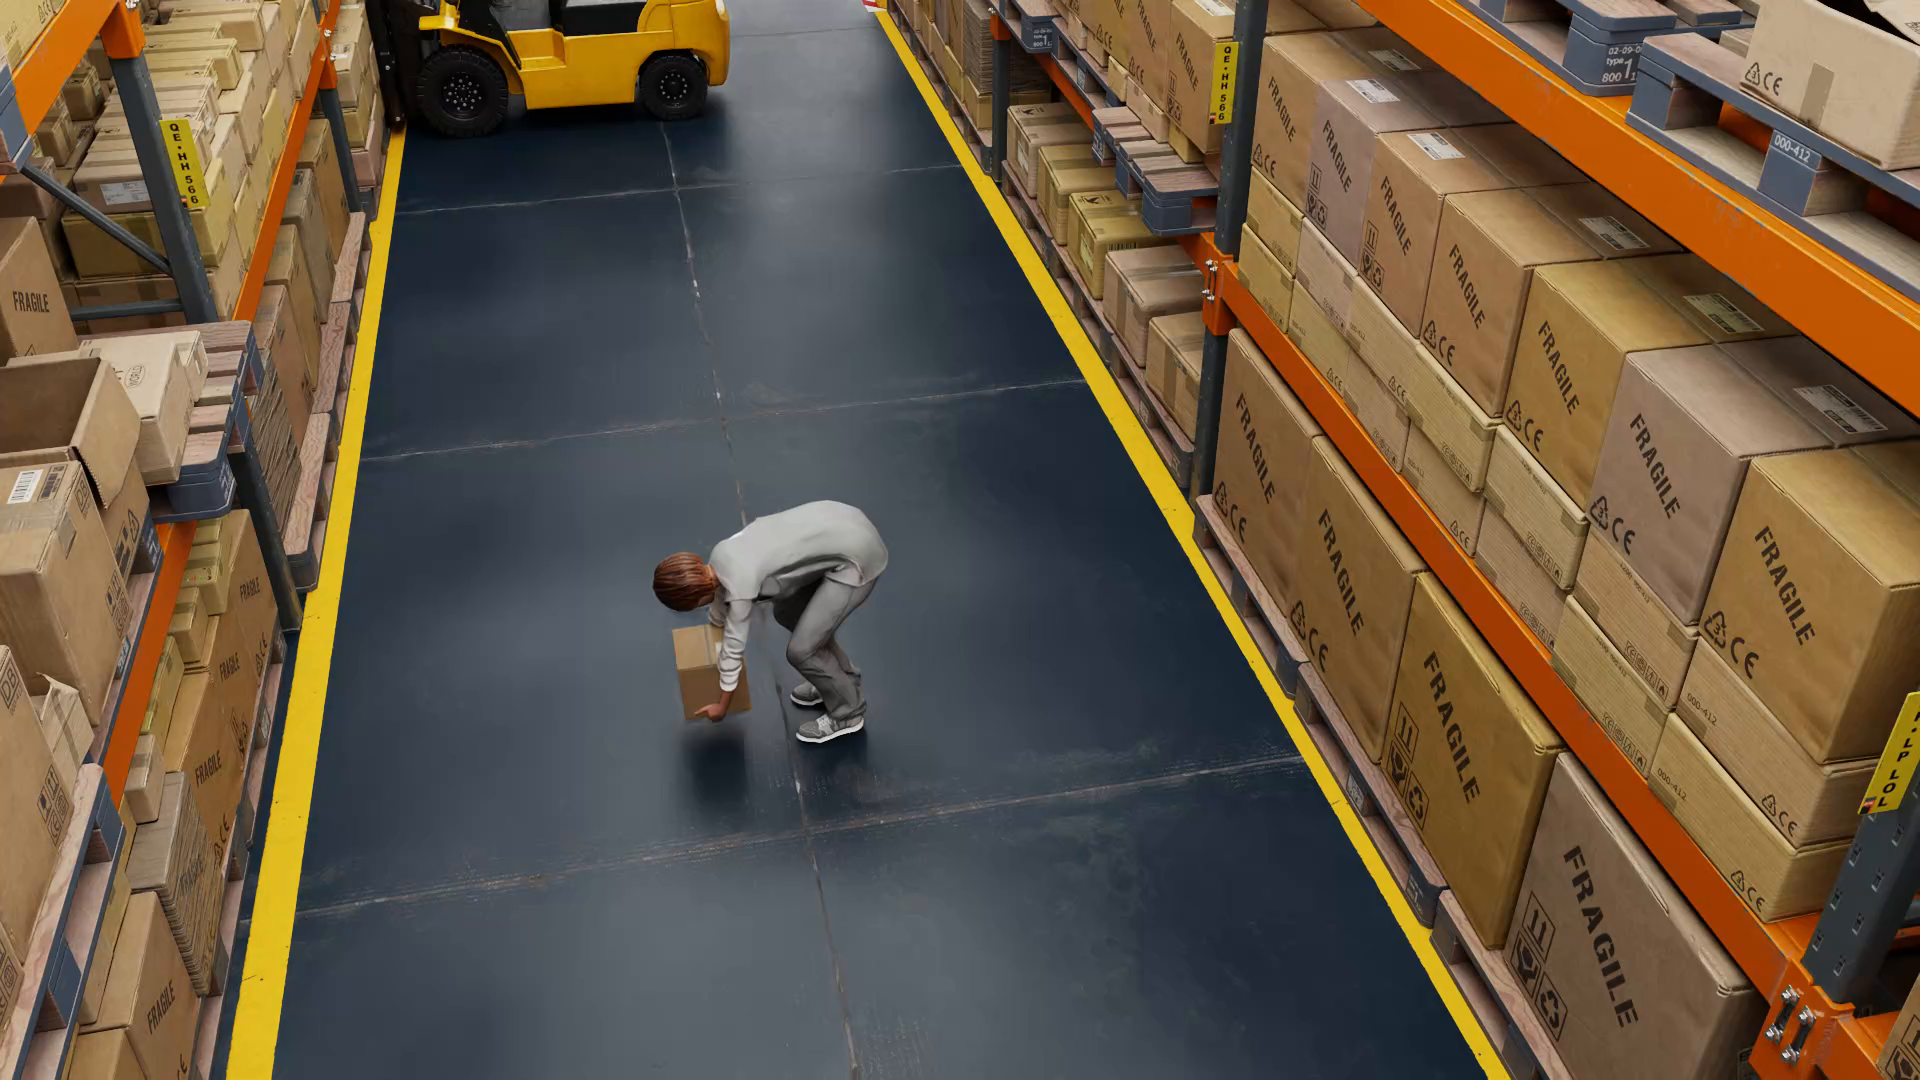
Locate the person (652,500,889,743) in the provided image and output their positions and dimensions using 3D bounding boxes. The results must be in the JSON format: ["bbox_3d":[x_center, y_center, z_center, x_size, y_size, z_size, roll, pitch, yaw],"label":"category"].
[{"bbox_3d":[-0.693,0.323,6.248,0.868,0.959,0.408,-9,36,-12],"label":"person"}]
